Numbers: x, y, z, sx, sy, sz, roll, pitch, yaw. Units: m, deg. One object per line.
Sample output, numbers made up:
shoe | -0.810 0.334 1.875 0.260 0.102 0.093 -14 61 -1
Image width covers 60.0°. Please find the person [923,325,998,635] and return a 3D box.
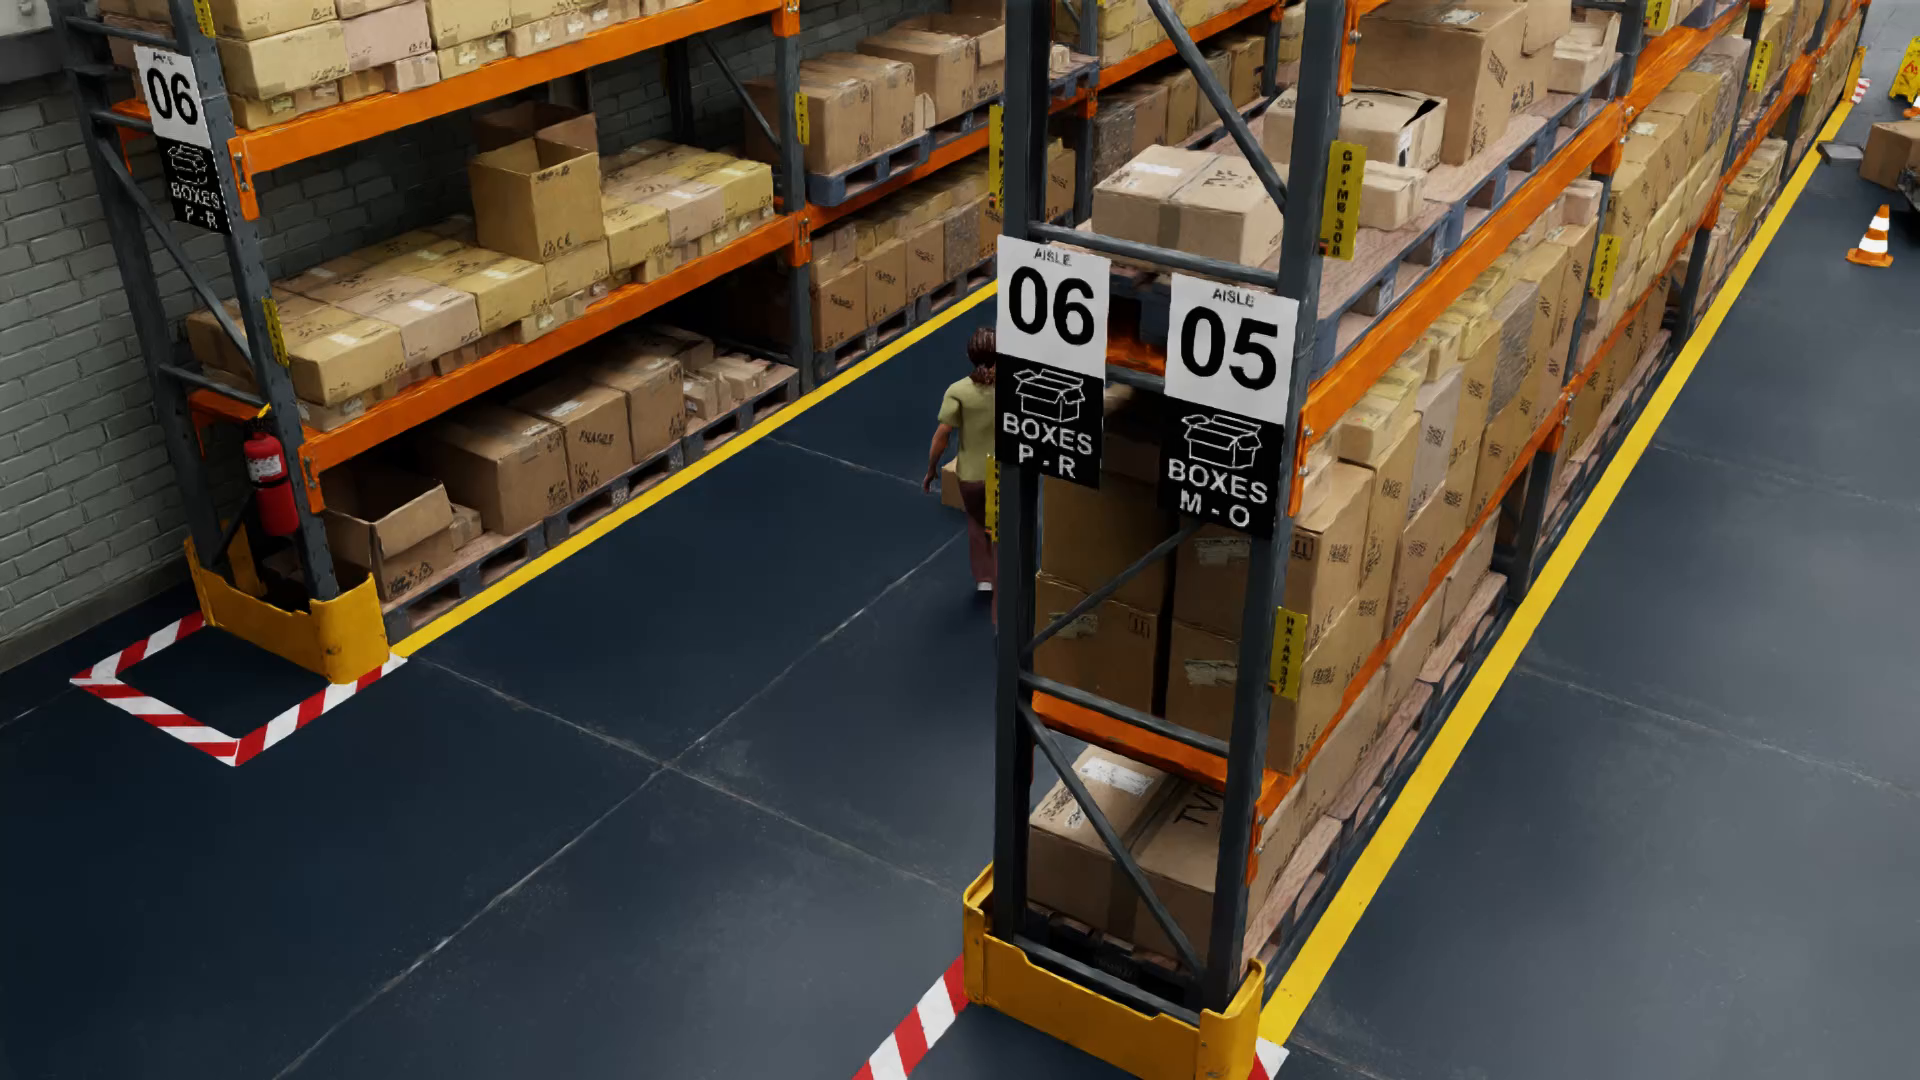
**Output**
person | 0.116 -0.319 8.790 0.618 1.710 0.649 4 31 6
